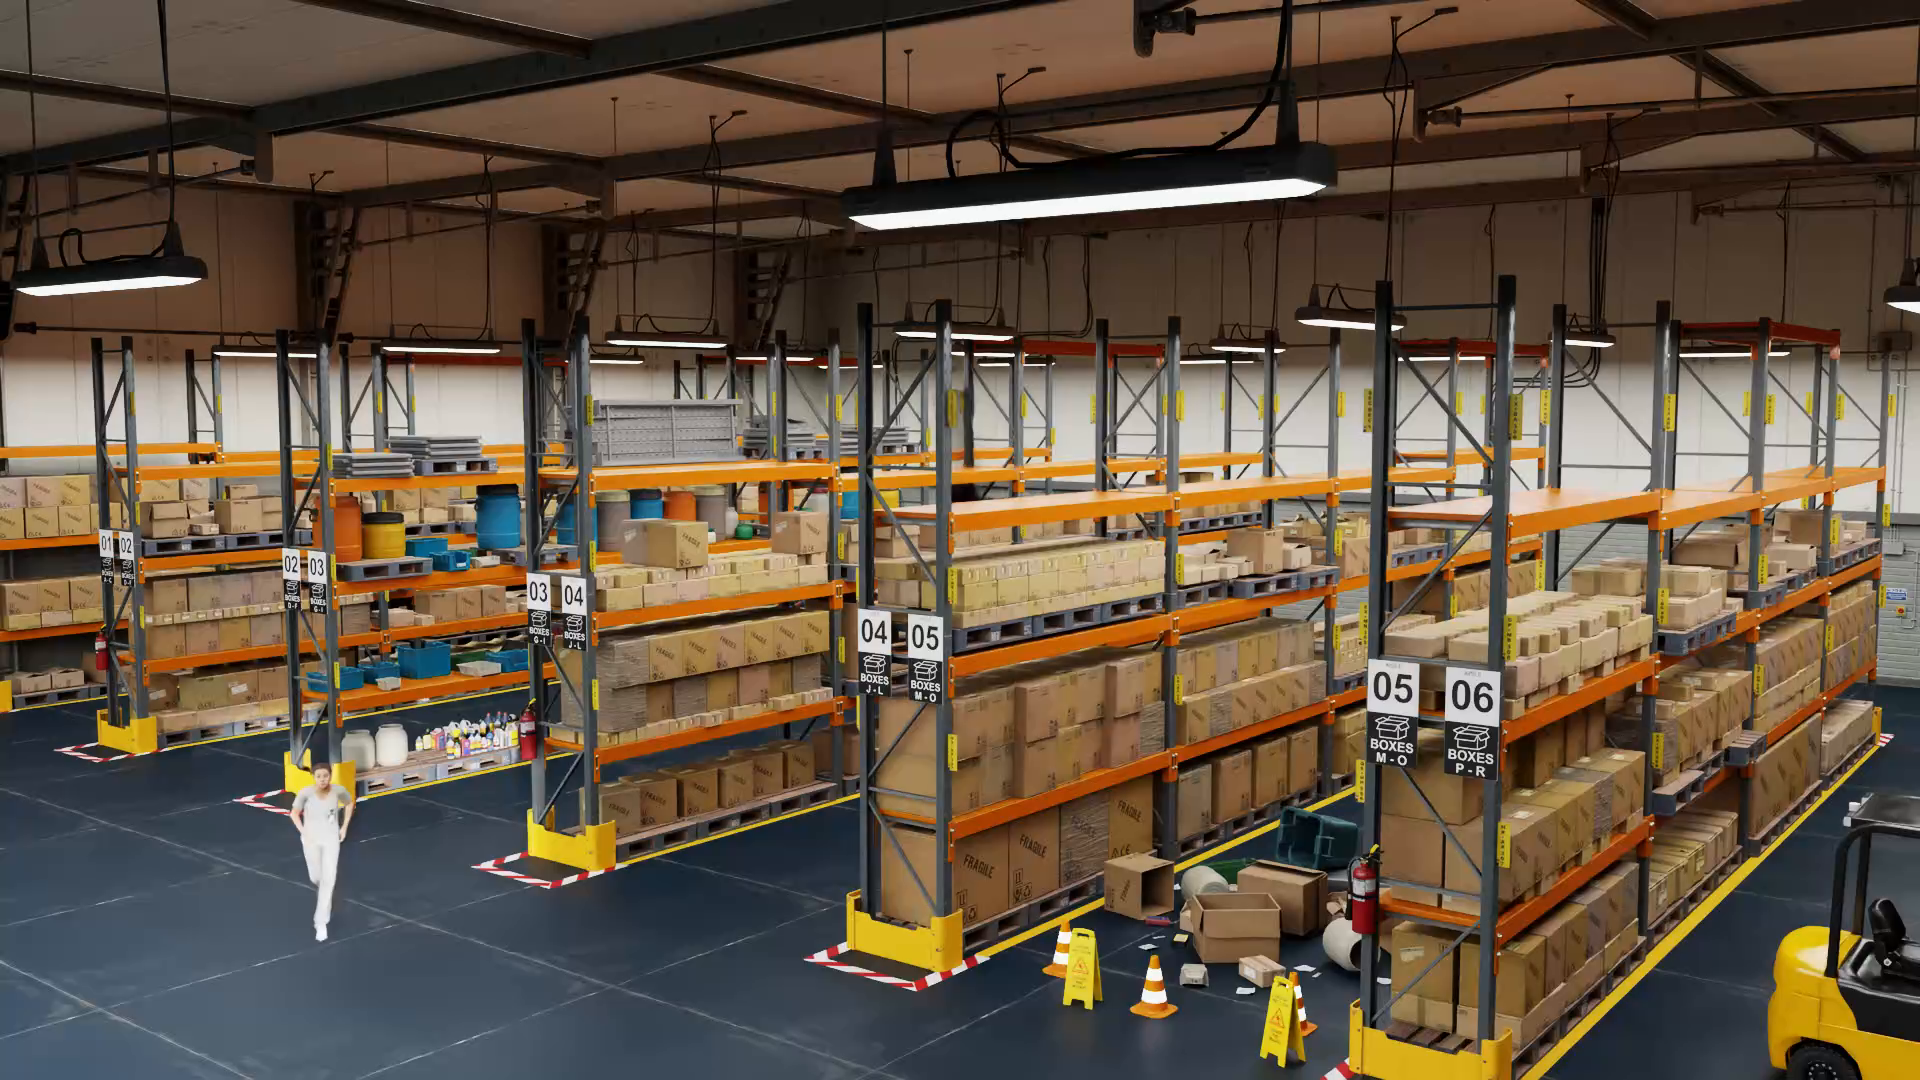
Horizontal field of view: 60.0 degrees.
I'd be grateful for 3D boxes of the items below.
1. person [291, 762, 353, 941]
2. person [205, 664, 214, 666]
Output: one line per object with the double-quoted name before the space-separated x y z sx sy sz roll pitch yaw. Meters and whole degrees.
"person" -6.209 2.948 16.222 0.564 1.658 1.060 -2 5 -17
"person" -12.348 1.916 27.444 0.562 1.678 0.948 2 5 21
